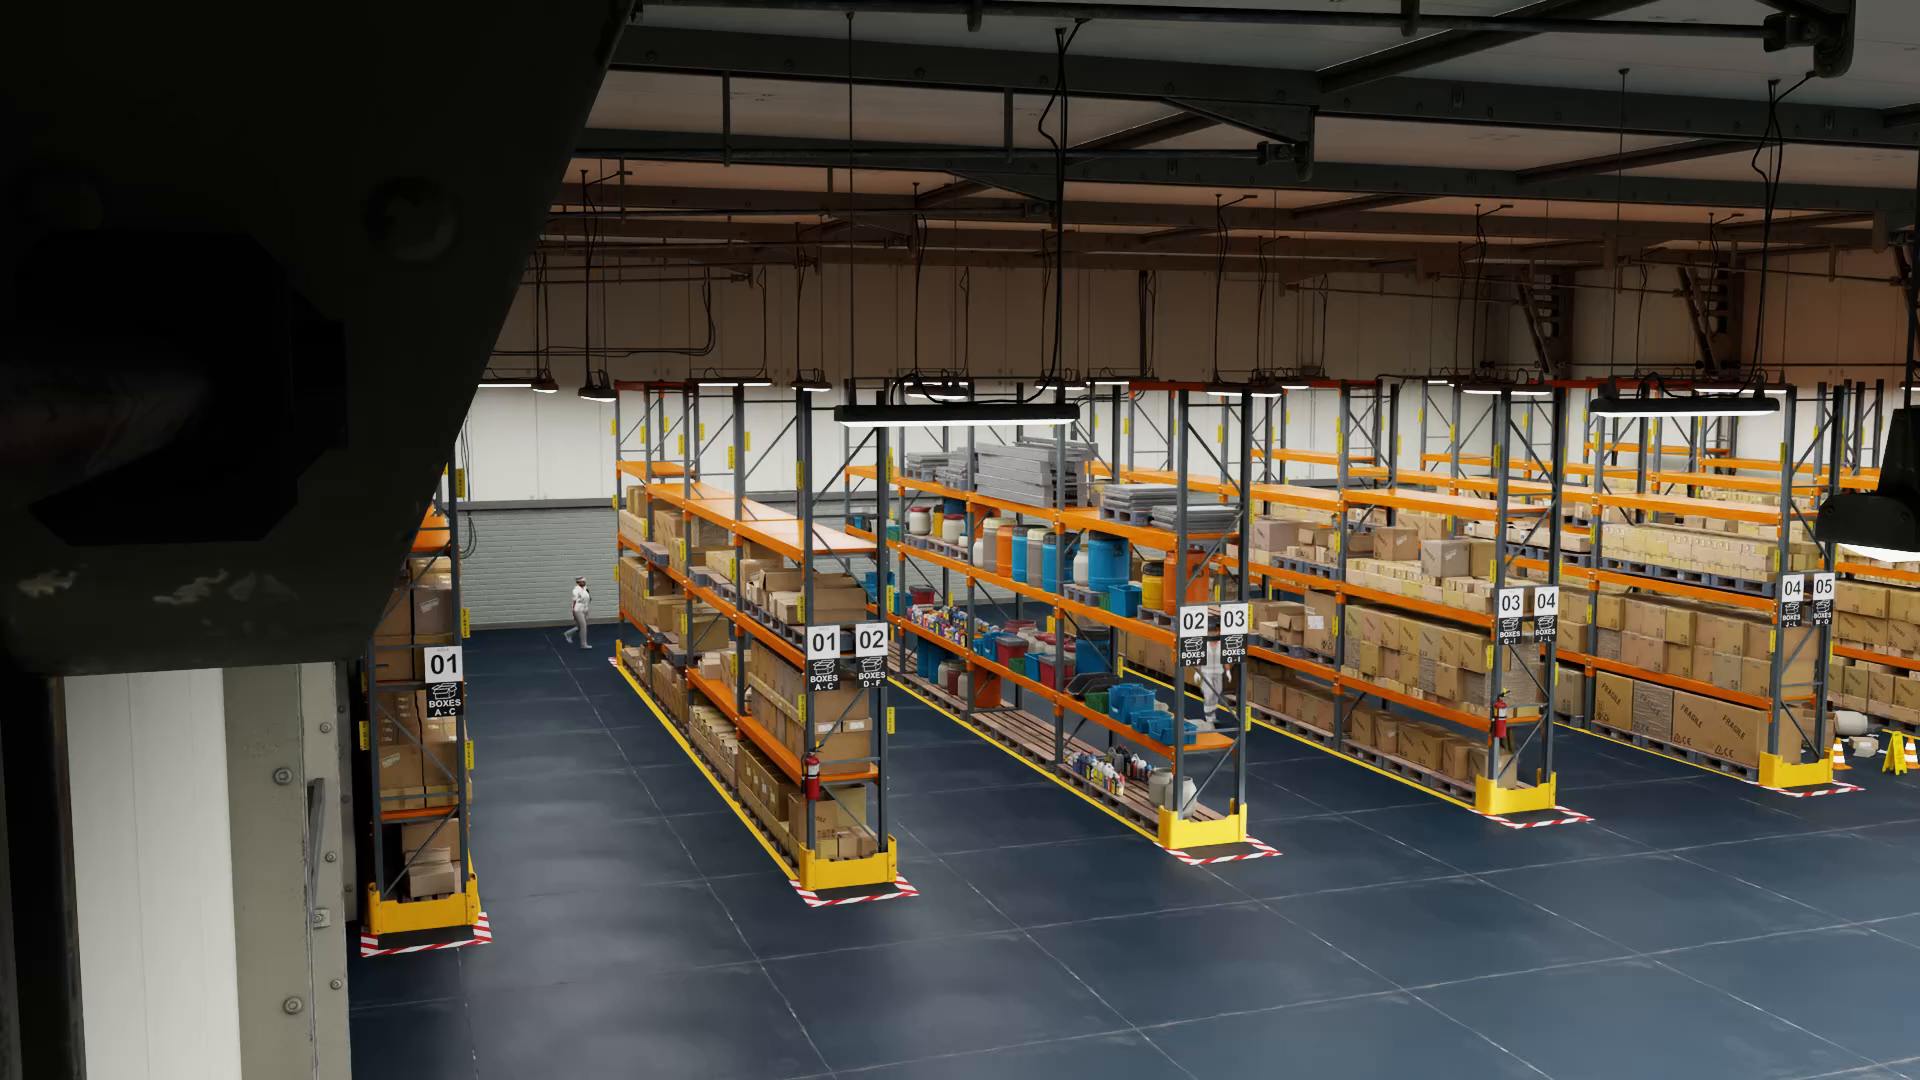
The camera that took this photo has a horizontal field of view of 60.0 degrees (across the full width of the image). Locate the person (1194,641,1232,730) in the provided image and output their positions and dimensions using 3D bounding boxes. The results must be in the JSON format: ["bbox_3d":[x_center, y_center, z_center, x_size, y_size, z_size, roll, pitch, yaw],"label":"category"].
[{"bbox_3d":[4.422,2.381,29.107,0.623,1.825,0.596,-1,6,-6],"label":"person"}]

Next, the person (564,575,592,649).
[{"bbox_3d":[-8.525,1.579,37.096,0.814,1.643,0.454,2,6,21],"label":"person"}]

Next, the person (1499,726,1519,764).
[{"bbox_3d":[8.527,2.686,26.030,0.618,1.764,0.551,-1,6,-5],"label":"person"}]
